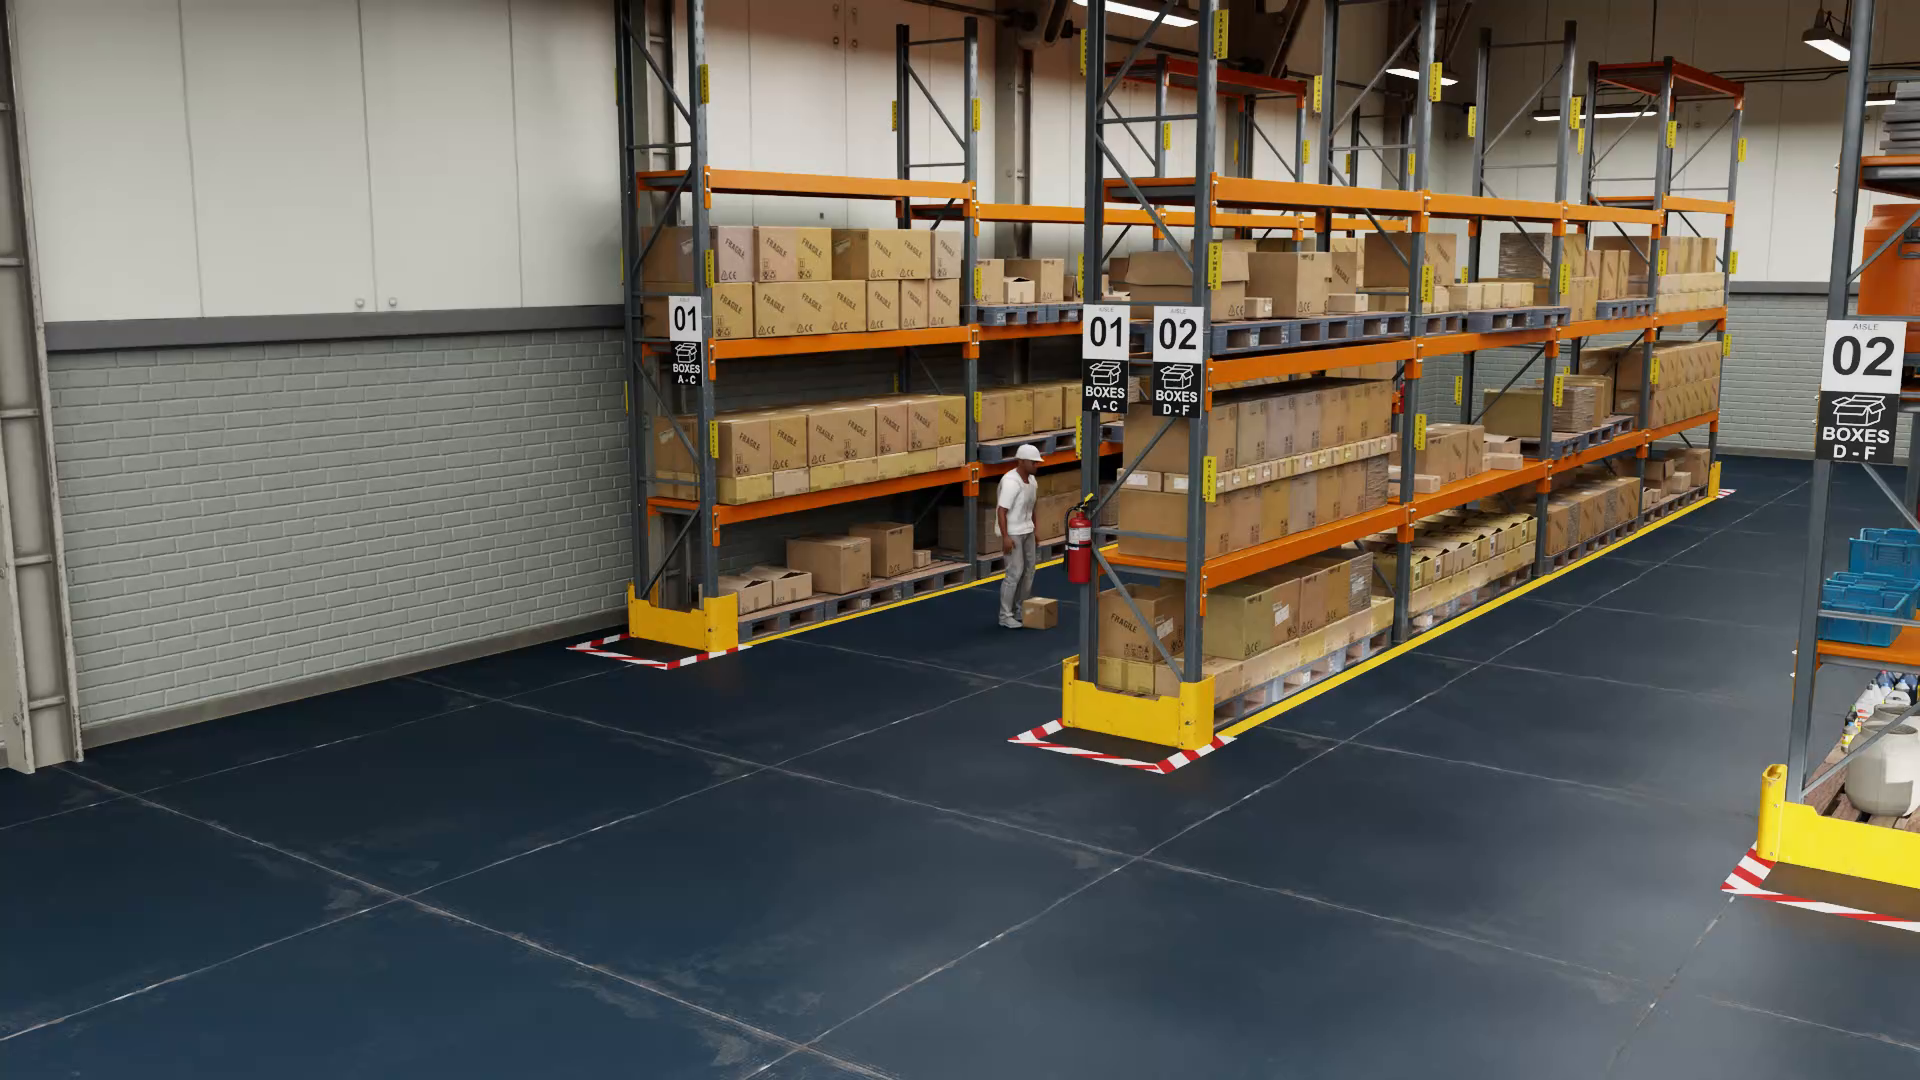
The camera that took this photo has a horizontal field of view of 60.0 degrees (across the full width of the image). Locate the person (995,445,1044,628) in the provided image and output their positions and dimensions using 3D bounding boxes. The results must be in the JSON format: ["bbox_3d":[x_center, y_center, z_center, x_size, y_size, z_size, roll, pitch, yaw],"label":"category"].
[{"bbox_3d":[0.588,-0.053,16.155,0.460,1.759,0.629,6,12,33],"label":"person"}]
